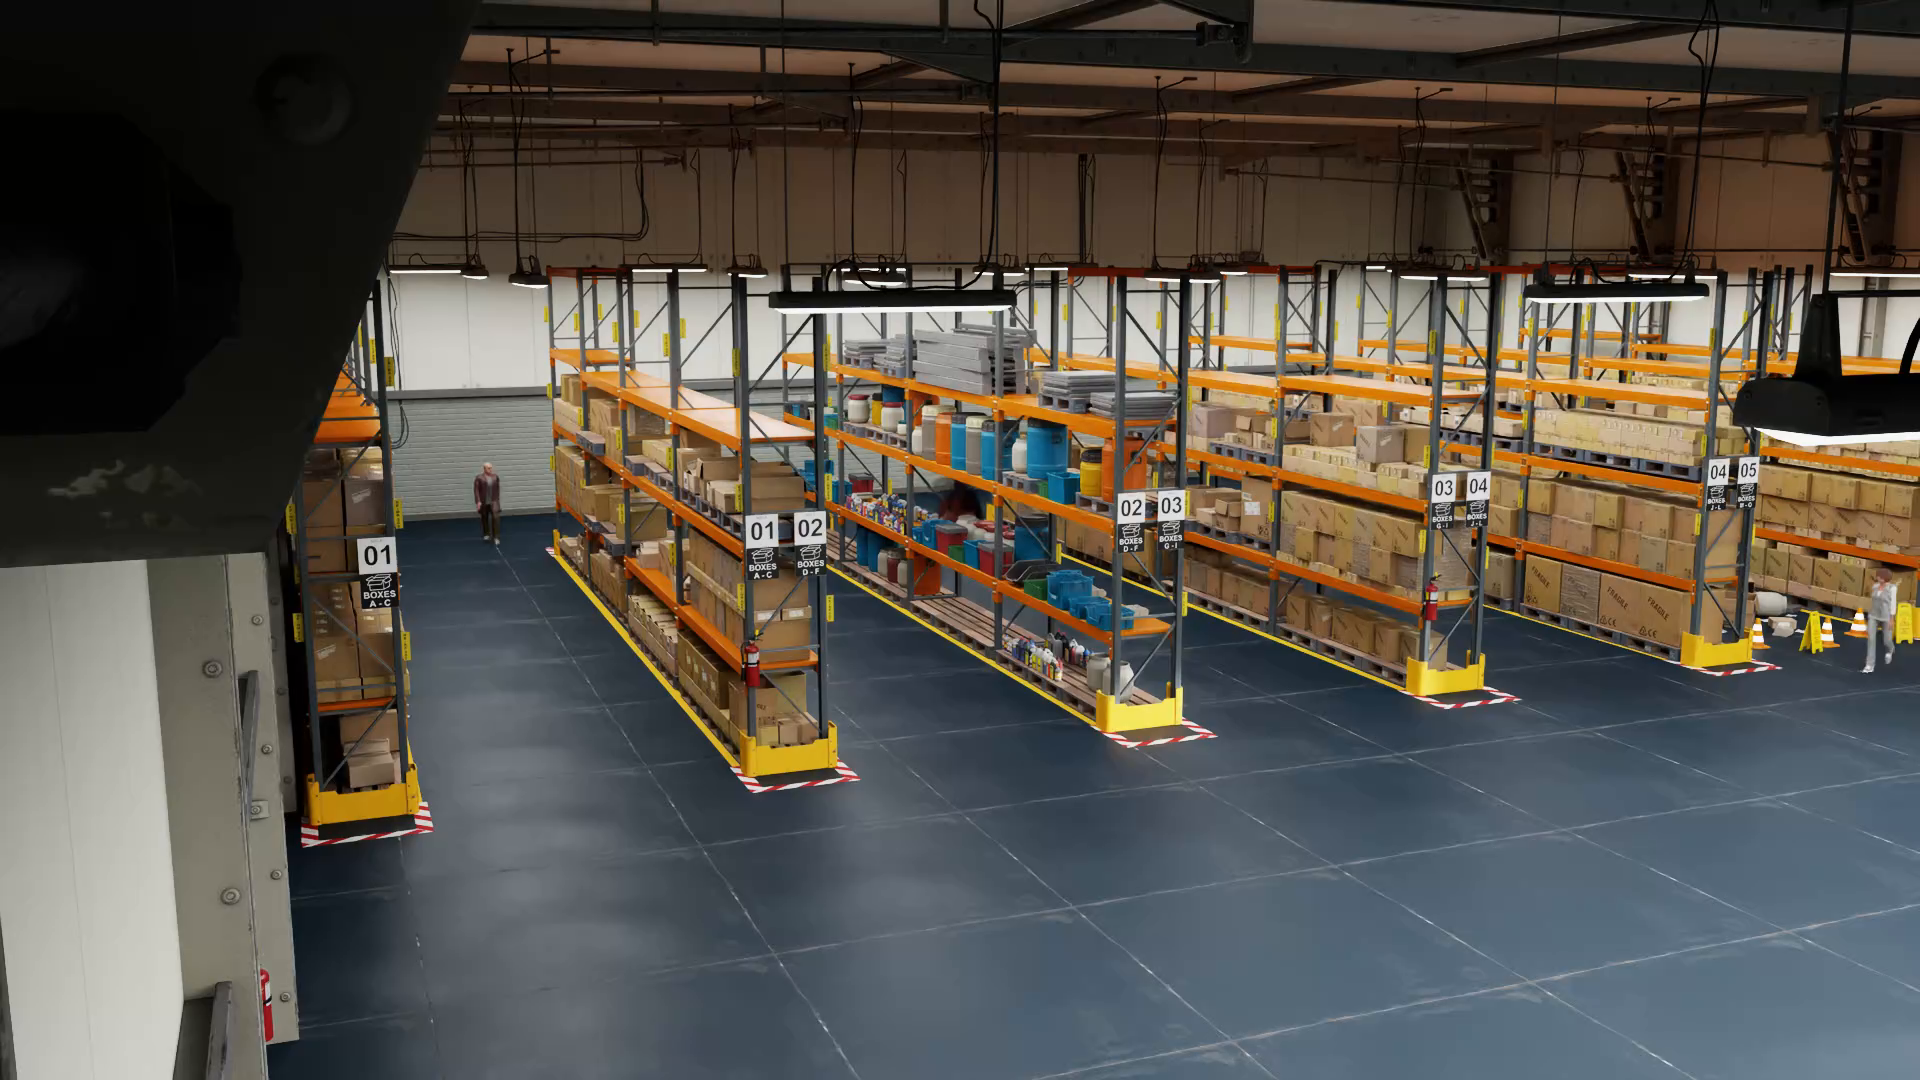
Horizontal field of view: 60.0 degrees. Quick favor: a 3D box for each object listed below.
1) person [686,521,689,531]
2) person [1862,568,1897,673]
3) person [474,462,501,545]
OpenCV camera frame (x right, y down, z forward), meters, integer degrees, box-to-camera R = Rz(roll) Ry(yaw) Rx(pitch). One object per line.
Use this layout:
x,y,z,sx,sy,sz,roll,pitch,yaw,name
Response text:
-6.296,-1.122,38.249,0.684,1.788,0.895,-4,11,-22,person
13.958,1.200,25.176,0.386,1.590,0.701,8,13,38,person
-10.251,-0.807,36.096,0.556,1.747,0.975,-3,10,-18,person
